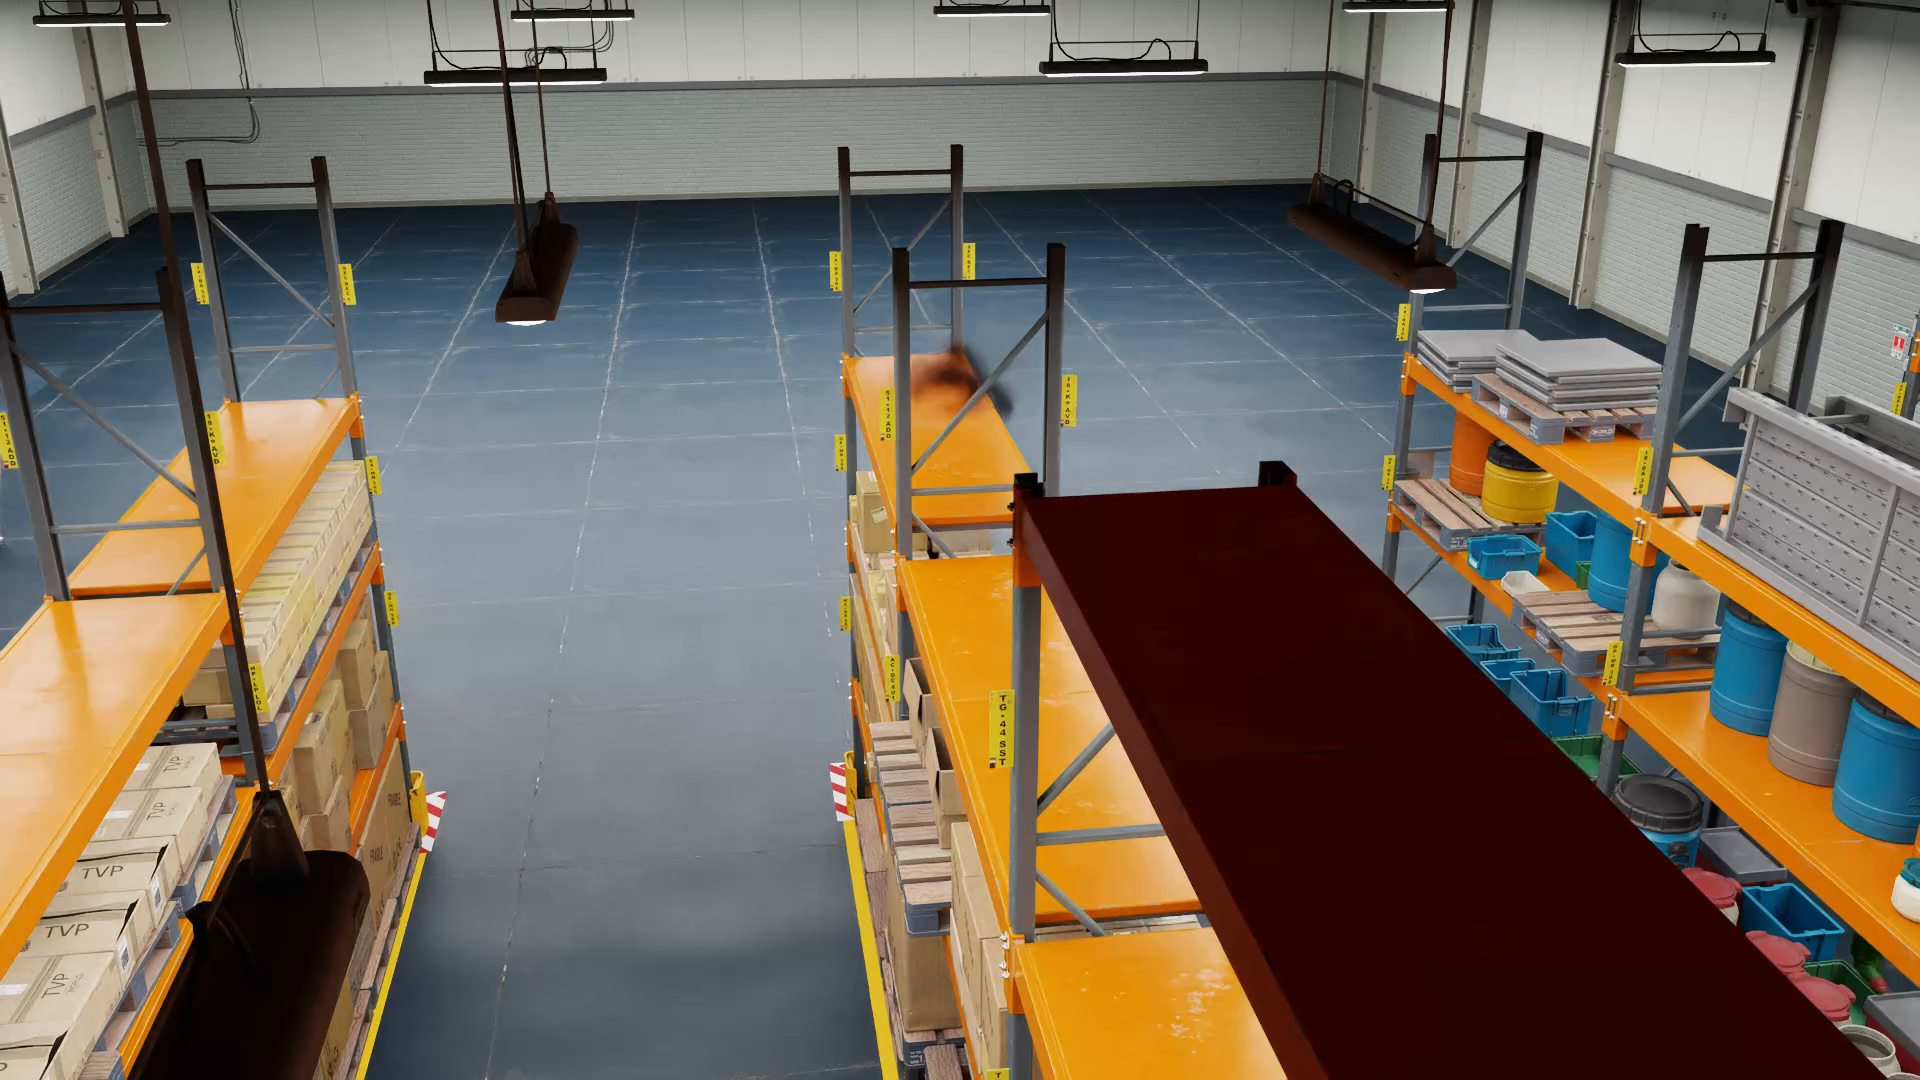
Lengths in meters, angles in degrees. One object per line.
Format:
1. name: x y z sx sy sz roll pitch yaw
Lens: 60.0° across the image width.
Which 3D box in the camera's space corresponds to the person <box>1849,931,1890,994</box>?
1. person: 6.805 2.799 12.171 0.664 1.776 0.761 -3 22 -7
